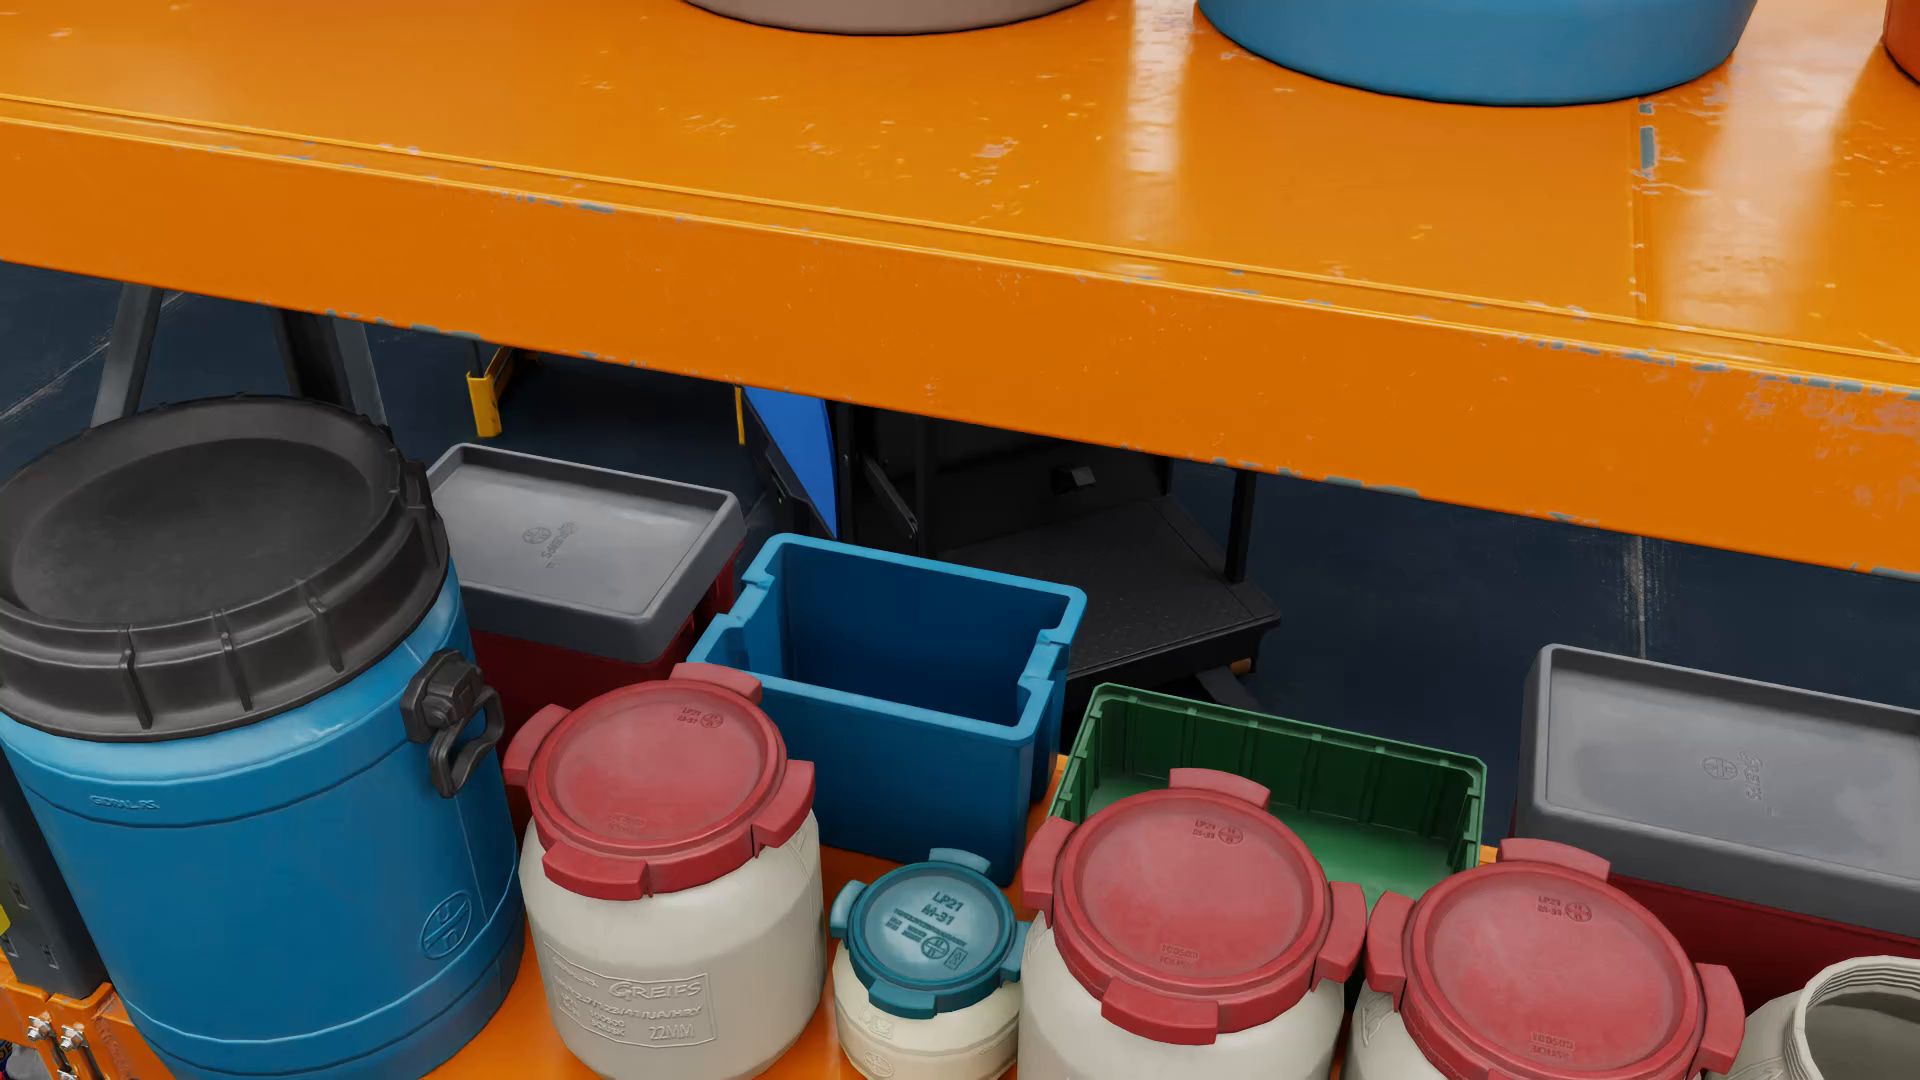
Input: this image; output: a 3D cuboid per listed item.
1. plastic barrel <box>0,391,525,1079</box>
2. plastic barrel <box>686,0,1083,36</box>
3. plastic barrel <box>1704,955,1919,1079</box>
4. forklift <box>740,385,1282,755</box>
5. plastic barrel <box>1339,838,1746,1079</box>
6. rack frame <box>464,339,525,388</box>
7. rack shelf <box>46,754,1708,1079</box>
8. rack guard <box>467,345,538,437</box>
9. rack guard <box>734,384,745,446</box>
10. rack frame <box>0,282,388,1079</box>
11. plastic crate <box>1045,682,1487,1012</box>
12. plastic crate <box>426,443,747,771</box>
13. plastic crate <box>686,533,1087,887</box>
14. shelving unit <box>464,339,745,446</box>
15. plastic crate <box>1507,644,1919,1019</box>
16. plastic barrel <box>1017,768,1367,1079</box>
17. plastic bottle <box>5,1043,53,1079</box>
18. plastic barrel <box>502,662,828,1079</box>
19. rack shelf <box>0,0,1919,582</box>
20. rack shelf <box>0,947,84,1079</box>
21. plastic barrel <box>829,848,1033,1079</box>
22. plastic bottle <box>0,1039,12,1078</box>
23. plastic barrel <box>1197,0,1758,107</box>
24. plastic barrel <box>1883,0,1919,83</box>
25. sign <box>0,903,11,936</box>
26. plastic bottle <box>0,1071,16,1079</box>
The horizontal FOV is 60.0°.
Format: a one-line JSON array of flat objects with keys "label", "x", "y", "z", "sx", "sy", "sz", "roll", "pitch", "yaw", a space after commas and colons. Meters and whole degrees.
[{"label": "plastic barrel", "x": -0.979, "y": 0.311, "z": 2.374, "sx": 0.708, "sy": 0.901, "sz": 0.600, "roll": 10, "pitch": 38, "yaw": 14}, {"label": "plastic barrel", "x": -0.083, "y": -1.054, "z": 1.698, "sx": 0.600, "sy": 0.901, "sz": 0.600, "roll": 0, "pitch": 36, "yaw": 0}, {"label": "plastic barrel", "x": 1.113, "y": 0.800, "z": 2.039, "sx": 0.421, "sy": 0.512, "sz": 0.421, "roll": 0, "pitch": 36, "yaw": 0}, {"label": "forklift", "x": 0.262, "y": -0.803, "z": 4.368, "sx": 1.130, "sy": 2.935, "sz": 3.031, "roll": -14, "pitch": 39, "yaw": -19}, {"label": "plastic barrel", "x": 0.703, "y": 0.718, "z": 2.130, "sx": 0.433, "sy": 0.535, "sz": 0.433, "roll": 0, "pitch": 36, "yaw": 0}, {"label": "rack frame", "x": -1.783, "y": -1.169, "z": 6.067, "sx": 0.032, "sy": 1.500, "sz": 0.500, "roll": 2, "pitch": 36, "yaw": 3}, {"label": "rack shelf", "x": 0.651, "y": 0.916, "z": 2.581, "sx": 4.000, "sy": 0.370, "sz": 1.077, "roll": 10, "pitch": 38, "yaw": 14}, {"label": "rack guard", "x": -1.765, "y": -0.664, "z": 6.436, "sx": 0.087, "sy": 0.250, "sz": 0.587, "roll": 2, "pitch": 36, "yaw": 3}, {"label": "rack guard", "x": -0.771, "y": -0.627, "z": 6.390, "sx": 0.087, "sy": 0.250, "sz": 0.587, "roll": 2, "pitch": 36, "yaw": 3}, {"label": "rack frame", "x": -1.258, "y": 0.273, "z": 2.848, "sx": 0.127, "sy": 3.000, "sz": 1.000, "roll": 10, "pitch": 38, "yaw": 14}, {"label": "plastic crate", "x": 0.489, "y": 0.507, "z": 2.710, "sx": 0.662, "sy": 0.188, "sz": 0.450, "roll": 10, "pitch": 38, "yaw": 14}, {"label": "plastic crate", "x": -0.704, "y": 0.160, "z": 2.948, "sx": 0.583, "sy": 0.464, "sz": 0.402, "roll": 10, "pitch": 38, "yaw": 14}, {"label": "plastic crate", "x": -0.112, "y": 0.299, "z": 2.827, "sx": 0.575, "sy": 0.384, "sz": 0.392, "roll": 10, "pitch": 38, "yaw": 14}, {"label": "shelving unit", "x": -1.267, "y": -1.150, "z": 6.043, "sx": 1.083, "sy": 1.500, "sz": 0.587, "roll": 2, "pitch": 36, "yaw": 3}, {"label": "plastic crate", "x": 1.109, "y": 0.496, "z": 2.492, "sx": 0.583, "sy": 0.464, "sz": 0.402, "roll": 10, "pitch": 38, "yaw": 14}, {"label": "plastic barrel", "x": 0.290, "y": 0.641, "z": 2.234, "sx": 0.433, "sy": 0.535, "sz": 0.433, "roll": 0, "pitch": 36, "yaw": 0}, {"label": "plastic bottle", "x": -1.915, "y": 1.130, "z": 3.547, "sx": 0.185, "sy": 0.351, "sz": 0.144, "roll": 10, "pitch": 38, "yaw": 14}, {"label": "plastic barrel", "x": -0.410, "y": 0.512, "z": 2.410, "sx": 0.433, "sy": 0.535, "sz": 0.433, "roll": 0, "pitch": 36, "yaw": 0}, {"label": "rack shelf", "x": 0.651, "y": -0.292, "z": 1.692, "sx": 4.000, "sy": 0.370, "sz": 1.077, "roll": 10, "pitch": 38, "yaw": 14}, {"label": "rack shelf", "x": -3.167, "y": 0.209, "z": 3.542, "sx": 4.000, "sy": 0.370, "sz": 1.077, "roll": 10, "pitch": 38, "yaw": 14}, {"label": "plastic barrel", "x": -0.040, "y": 0.650, "z": 2.454, "sx": 0.301, "sy": 0.262, "sz": 0.301, "roll": 0, "pitch": 36, "yaw": 0}, {"label": "plastic bottle", "x": -2.121, "y": 1.120, "z": 3.624, "sx": 0.135, "sy": 0.276, "sz": 0.152, "roll": 10, "pitch": 38, "yaw": 14}, {"label": "plastic barrel", "x": 0.541, "y": -0.939, "z": 1.541, "sx": 0.708, "sy": 0.901, "sz": 0.600, "roll": 10, "pitch": 38, "yaw": 14}, {"label": "plastic barrel", "x": 1.217, "y": -0.784, "z": 1.392, "sx": 0.708, "sy": 0.830, "sz": 0.600, "roll": 10, "pitch": 38, "yaw": 14}, {"label": "sign", "x": -1.432, "y": 0.471, "z": 2.346, "sx": 0.005, "sy": 0.325, "sz": 0.100, "roll": 10, "pitch": 38, "yaw": 14}, {"label": "plastic bottle", "x": -1.958, "y": 1.212, "z": 3.436, "sx": 0.185, "sy": 0.351, "sz": 0.144, "roll": 10, "pitch": 37, "yaw": 13}]
